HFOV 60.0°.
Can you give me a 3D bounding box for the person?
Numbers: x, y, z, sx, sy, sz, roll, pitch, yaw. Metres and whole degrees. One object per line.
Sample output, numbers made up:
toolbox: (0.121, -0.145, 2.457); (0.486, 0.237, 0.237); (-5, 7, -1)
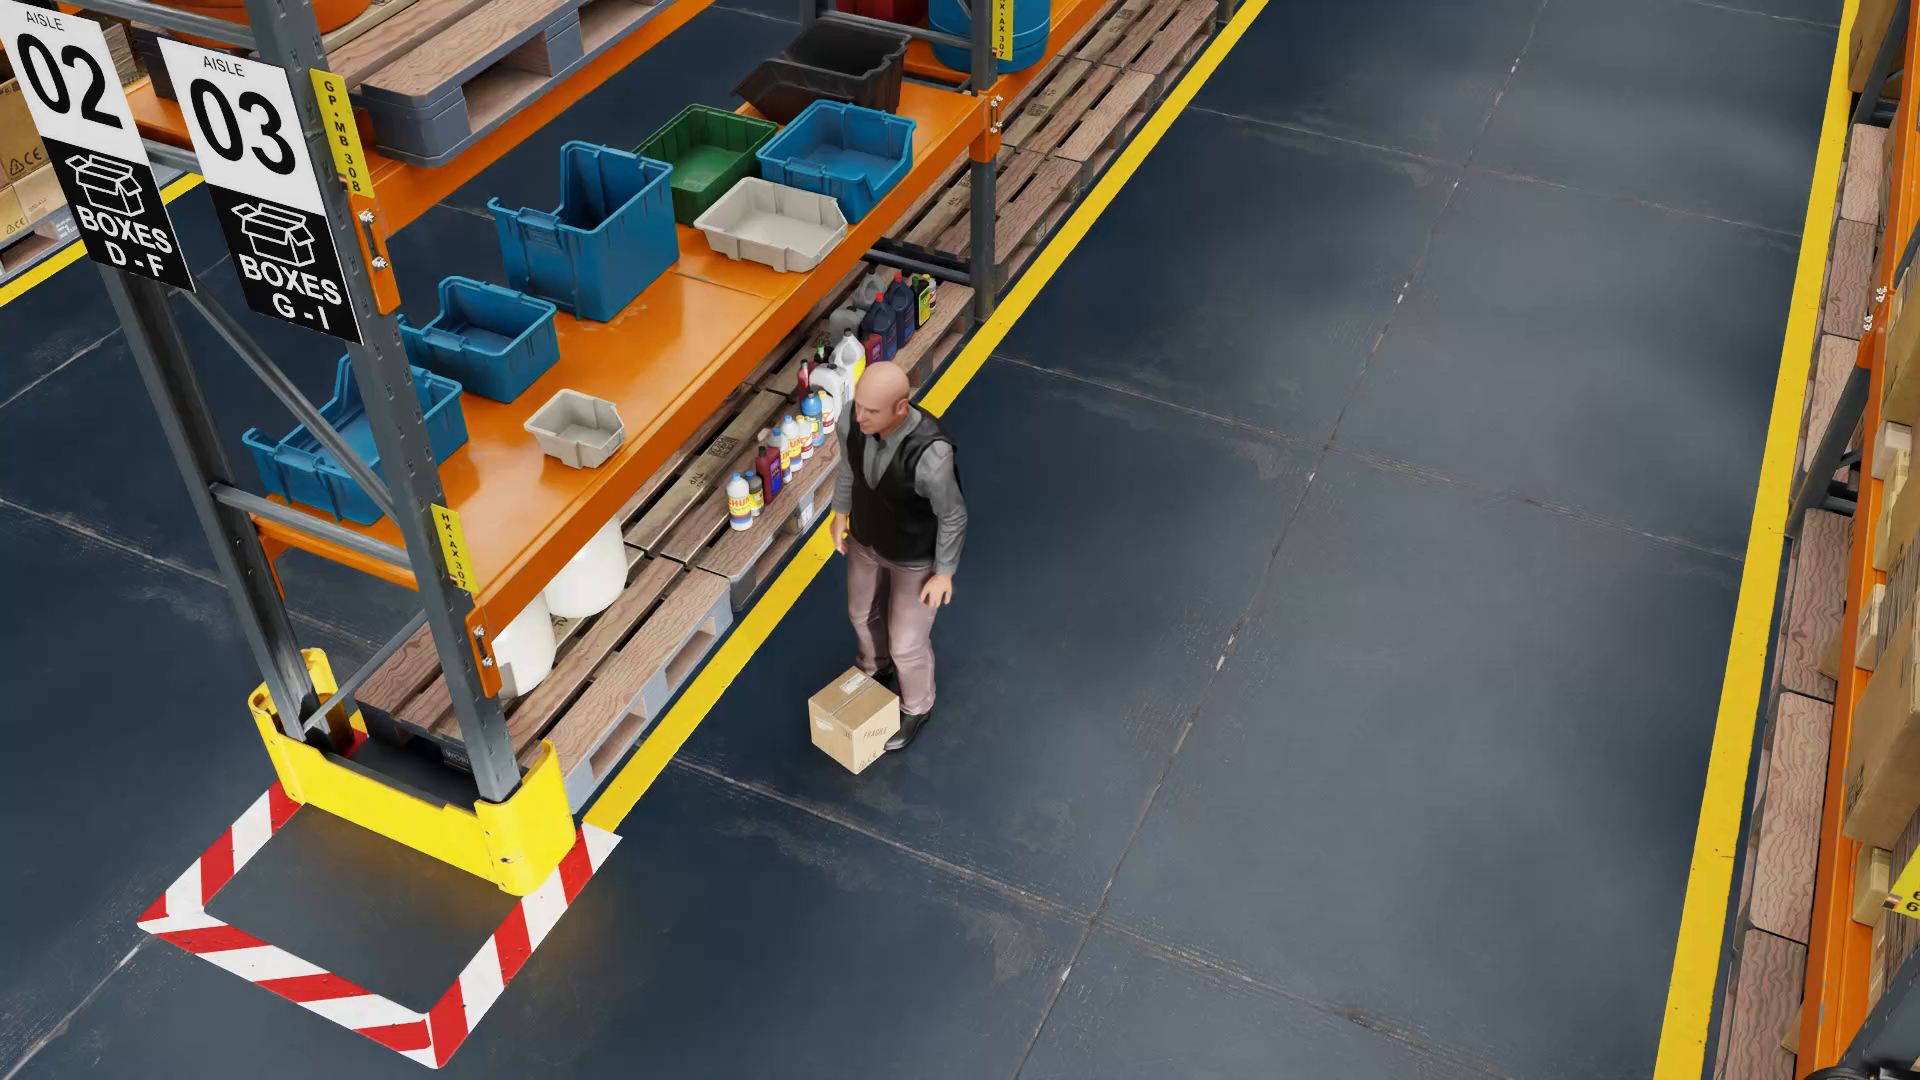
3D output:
person: (-0.236, 0.030, 6.144); (0.588, 1.721, 0.463); (31, 50, 30)
